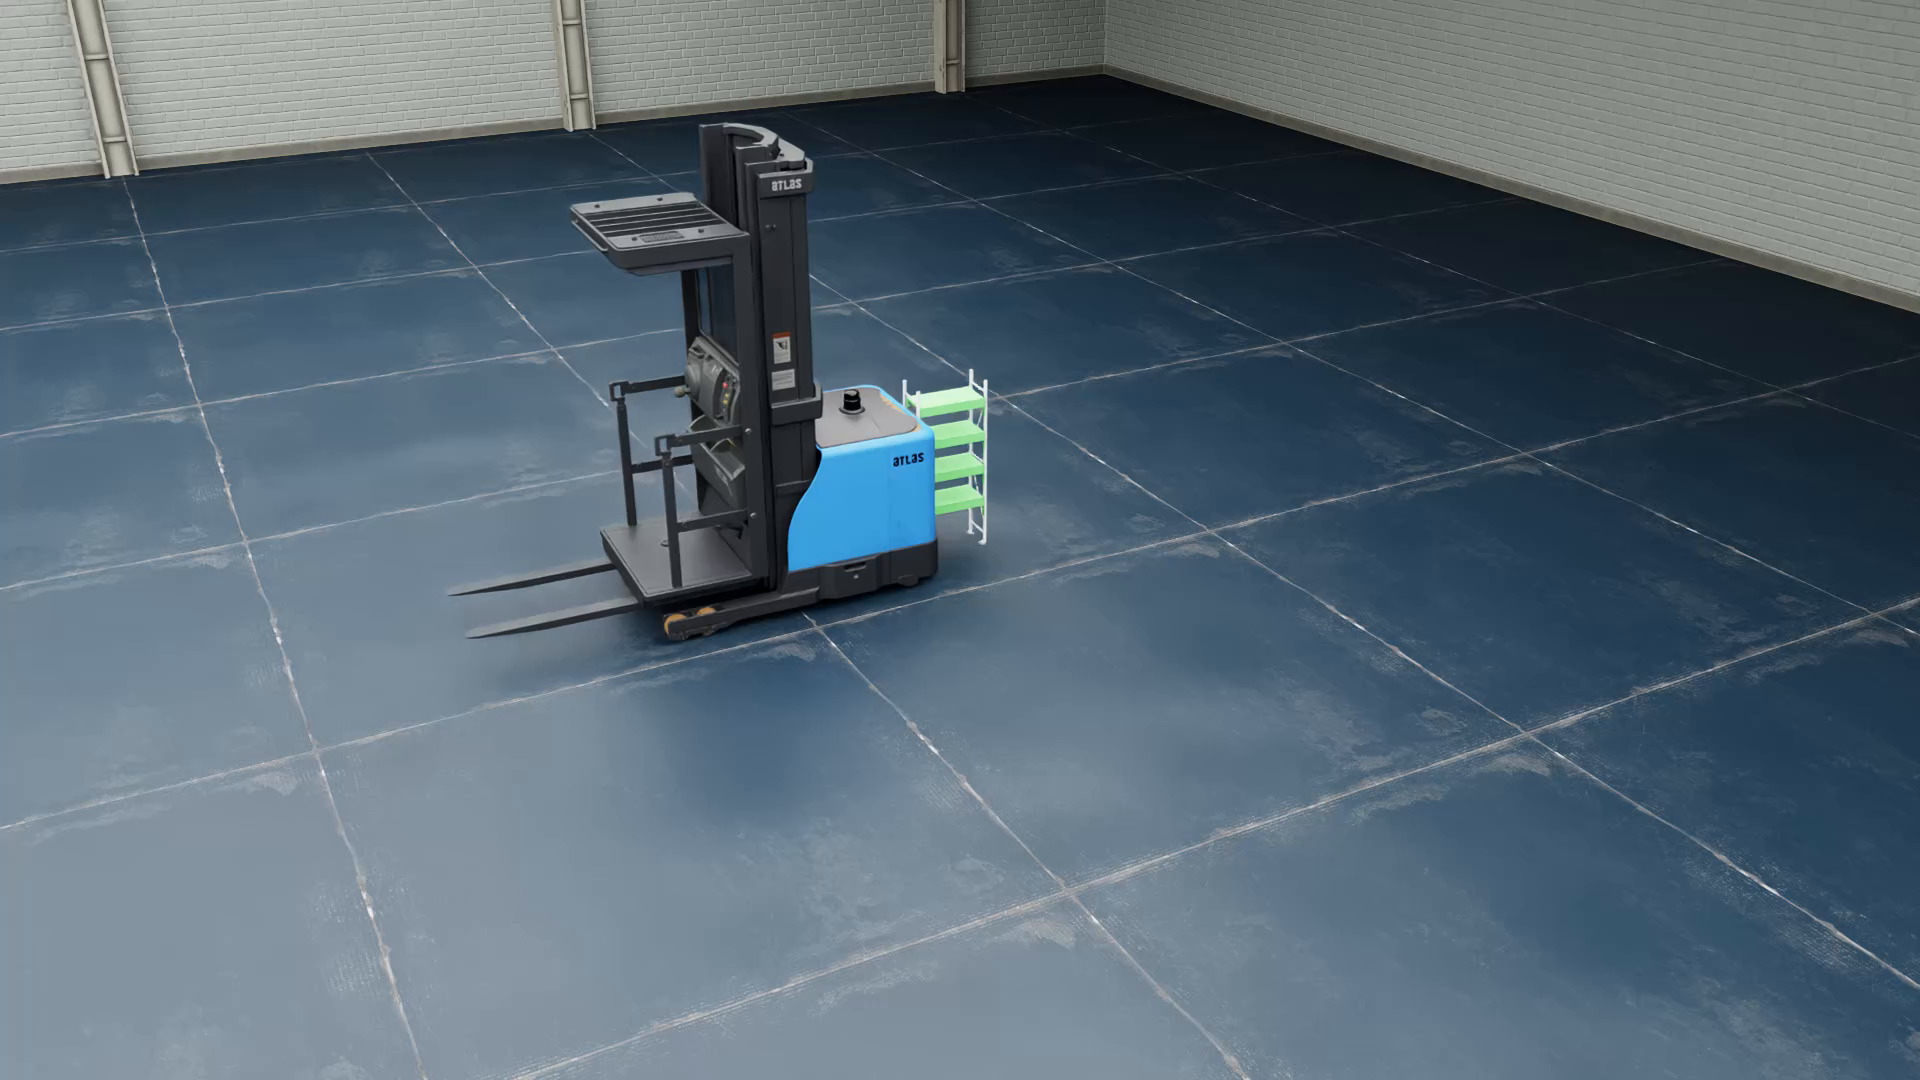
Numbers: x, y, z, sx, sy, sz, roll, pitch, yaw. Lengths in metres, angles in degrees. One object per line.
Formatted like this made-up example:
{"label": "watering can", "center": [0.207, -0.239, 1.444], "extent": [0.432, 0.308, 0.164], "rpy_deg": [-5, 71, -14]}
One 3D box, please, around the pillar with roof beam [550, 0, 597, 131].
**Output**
{"label": "pillar with roof beam", "center": [-3.429, -8.326, 18.496], "extent": [0.400, 9.000, 9.100], "rpy_deg": [-13, 29, -25]}

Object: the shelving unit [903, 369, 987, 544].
{"label": "shelving unit", "center": [-0.098, -0.513, 11.235], "extent": [0.503, 1.200, 0.258], "rpy_deg": [-12, 28, -23]}

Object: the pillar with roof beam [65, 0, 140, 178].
{"label": "pillar with roof beam", "center": [-8.724, -7.104, 15.951], "extent": [0.400, 9.000, 9.100], "rpy_deg": [-13, 29, -25]}

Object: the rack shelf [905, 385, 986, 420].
{"label": "rack shelf", "center": [-0.098, -0.888, 11.054], "extent": [0.480, 0.148, 0.258], "rpy_deg": [-12, 28, -23]}

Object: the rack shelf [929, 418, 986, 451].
{"label": "rack shelf", "center": [-0.098, -0.672, 11.158], "extent": [0.480, 0.148, 0.258], "rpy_deg": [-12, 28, -23]}

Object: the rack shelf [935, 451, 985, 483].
{"label": "rack shelf", "center": [-0.098, -0.456, 11.262], "extent": [0.480, 0.148, 0.258], "rpy_deg": [-12, 28, -23]}

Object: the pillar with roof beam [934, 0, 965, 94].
{"label": "pillar with roof beam", "center": [1.865, -9.548, 21.042], "extent": [0.400, 9.000, 9.100], "rpy_deg": [-13, 29, -25]}

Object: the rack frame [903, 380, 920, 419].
{"label": "rack frame", "center": [-0.318, -0.468, 11.140], "extent": [0.015, 1.200, 0.240], "rpy_deg": [-12, 28, -23]}

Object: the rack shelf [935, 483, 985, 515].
{"label": "rack shelf", "center": [-0.098, -0.239, 11.366], "extent": [0.480, 0.148, 0.258], "rpy_deg": [-12, 28, -23]}

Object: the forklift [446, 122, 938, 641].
{"label": "forklift", "center": [-1.701, -0.958, 10.160], "extent": [3.031, 2.935, 1.130], "rpy_deg": [-12, 28, -23]}

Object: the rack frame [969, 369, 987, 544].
{"label": "rack frame", "center": [0.123, -0.558, 11.329], "extent": [0.015, 1.200, 0.240], "rpy_deg": [-12, 28, -23]}
